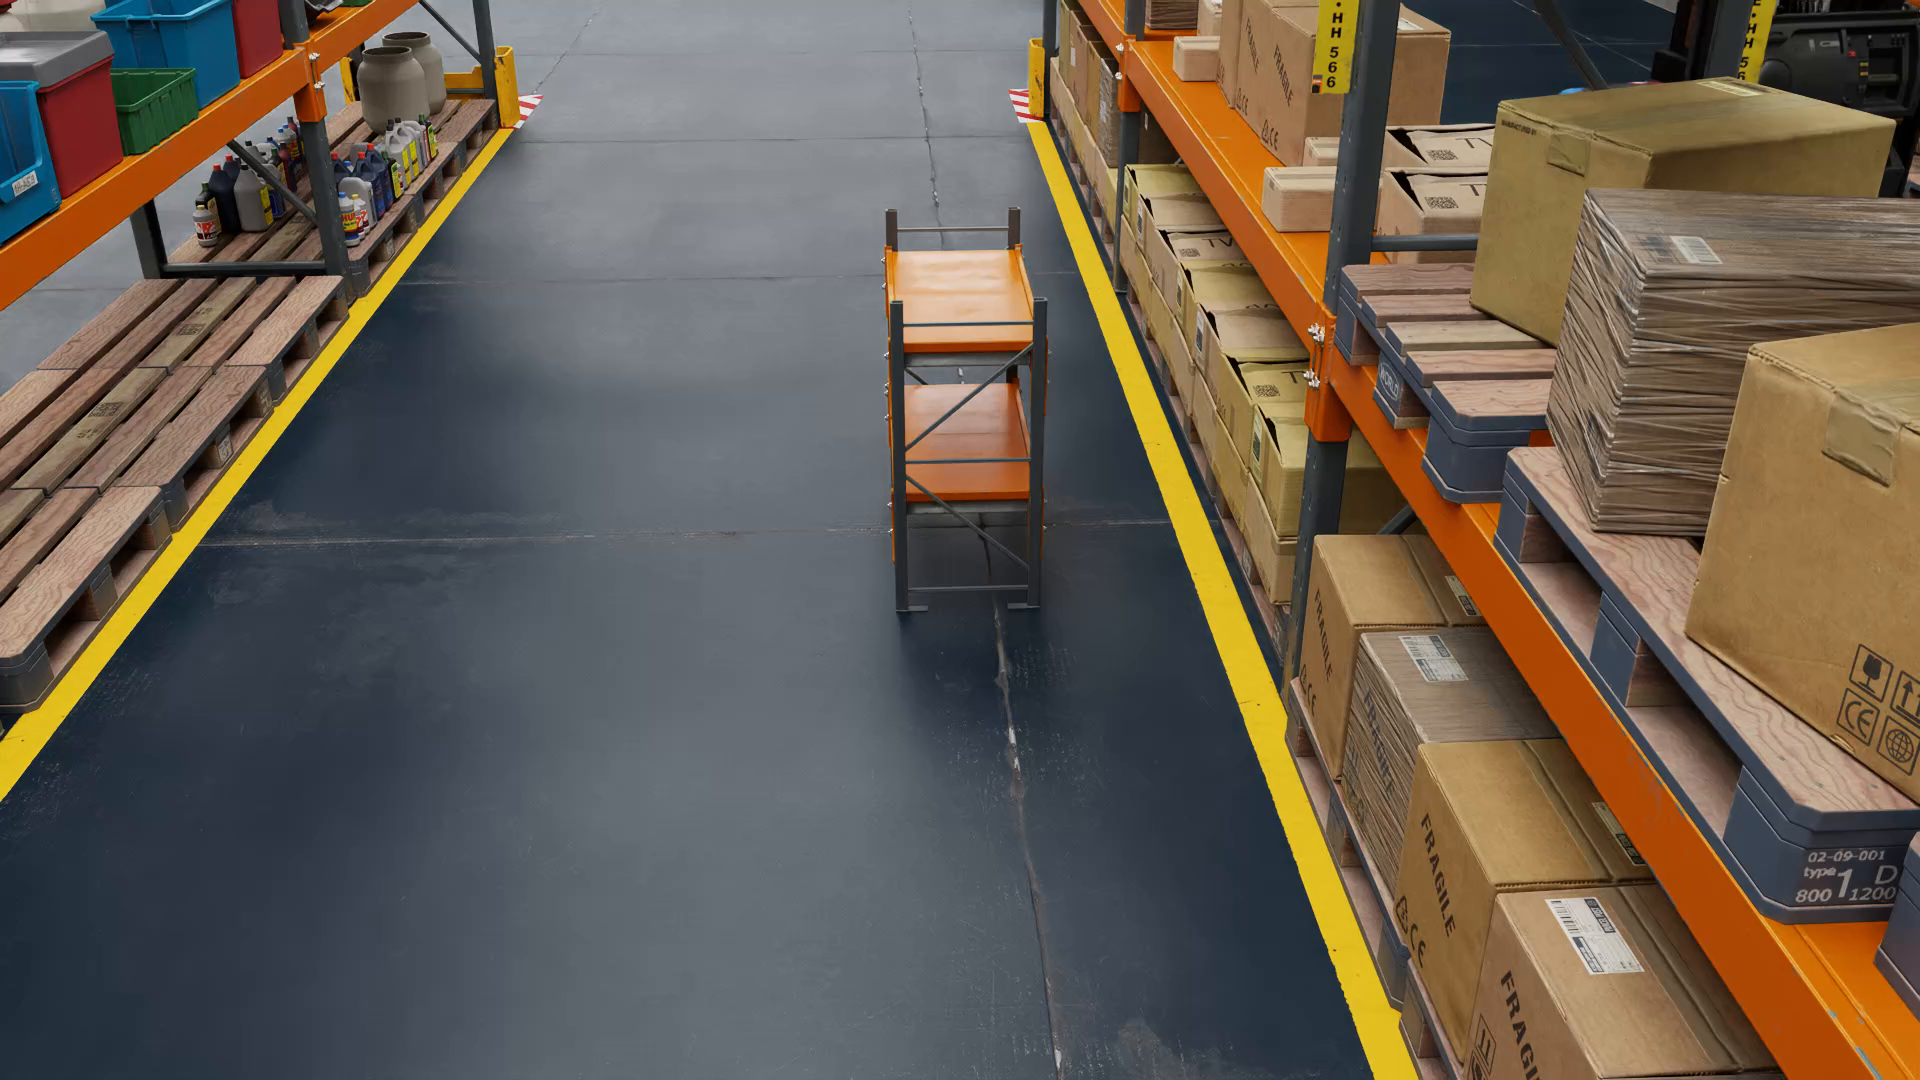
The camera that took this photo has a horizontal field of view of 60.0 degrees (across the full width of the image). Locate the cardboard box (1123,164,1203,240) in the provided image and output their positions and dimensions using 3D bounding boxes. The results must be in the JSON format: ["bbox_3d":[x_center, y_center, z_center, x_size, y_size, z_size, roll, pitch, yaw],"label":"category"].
[{"bbox_3d":[1.084,-1.678,8.136,0.500,0.311,0.500,-1,28,-2],"label":"cardboard box"}]

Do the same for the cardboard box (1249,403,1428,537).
[{"bbox_3d":[1.247,-0.263,5.424,0.500,0.311,0.500,-1,28,-1],"label":"cardboard box"}]

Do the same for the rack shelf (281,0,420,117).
[{"bbox_3d":[-3.740,-3.146,9.816,1.077,0.370,4.000,-1,28,-3],"label":"rack shelf"}]

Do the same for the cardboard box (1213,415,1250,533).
[{"bbox_3d":[1.219,-0.254,6.012,0.500,0.250,0.500,-2,28,-3],"label":"cardboard box"}]

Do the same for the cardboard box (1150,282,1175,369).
[{"bbox_3d":[1.140,-0.959,7.363,0.500,0.250,0.500,-2,28,-4],"label":"cardboard box"}]

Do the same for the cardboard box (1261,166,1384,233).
[{"bbox_3d":[1.197,-1.109,5.404,0.380,0.149,0.250,-1,28,-3],"label":"cardboard box"}]

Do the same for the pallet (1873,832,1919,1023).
[{"bbox_3d":[1.796,0.749,1.778,1.003,0.211,1.213,-1,28,-3],"label":"pallet"}]

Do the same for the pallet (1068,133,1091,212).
[{"bbox_3d":[1.245,-2.356,10.538,1.003,0.211,1.213,-1,28,-3],"label":"pallet"}]

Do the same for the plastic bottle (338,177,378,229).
[{"bbox_3d":[-3.259,-1.835,8.994,0.152,0.276,0.135,0,28,-1],"label":"plastic bottle"}]

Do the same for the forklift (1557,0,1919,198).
[{"bbox_3d":[3.680,-1.947,6.813,1.130,2.935,3.031,-5,28,-9],"label":"forklift"}]

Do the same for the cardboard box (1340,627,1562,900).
[{"bbox_3d":[1.291,0.560,4.159,0.500,0.500,0.500,-2,28,-5],"label":"cardboard box"}]

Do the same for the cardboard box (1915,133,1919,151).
[{"bbox_3d":[6.014,-2.789,10.582,0.700,0.500,0.500,-3,28,-6],"label":"cardboard box"}]

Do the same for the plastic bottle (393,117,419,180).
[{"bbox_3d":[-3.305,-2.314,9.831,0.144,0.351,0.185,0,28,-1],"label":"plastic bottle"}]

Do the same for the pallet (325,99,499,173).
[{"bbox_3d":[-3.756,-2.743,11.280,1.003,0.211,1.213,-1,28,-3],"label":"pallet"}]

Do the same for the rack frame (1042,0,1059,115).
[{"bbox_3d":[1.102,-4.506,11.646,1.000,3.000,0.127,-1,28,-3],"label":"rack frame"}]

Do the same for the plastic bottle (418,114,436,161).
[{"bbox_3d":[-3.286,-2.488,10.238,0.061,0.283,0.133,-1,28,-1],"label":"plastic bottle"}]

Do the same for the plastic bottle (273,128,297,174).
[{"bbox_3d":[-4.038,-2.324,9.938,0.097,0.271,0.097,0,28,0],"label":"plastic bottle"}]

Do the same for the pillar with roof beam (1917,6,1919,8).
[{"bbox_3d":[2.650,-6.881,9.712,9.100,9.000,0.400,-1,28,-3],"label":"pillar with roof beam"}]

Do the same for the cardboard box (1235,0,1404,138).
[{"bbox_3d":[1.389,-1.874,6.491,0.500,0.500,0.500,-1,28,-3],"label":"cardboard box"}]

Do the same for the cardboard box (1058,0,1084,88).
[{"bbox_3d":[0.936,-3.322,11.084,0.500,0.500,0.500,-1,28,-3],"label":"cardboard box"}]

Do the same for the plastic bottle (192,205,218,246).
[{"bbox_3d":[-3.966,-1.655,8.731,0.097,0.201,0.097,0,28,0],"label":"plastic bottle"}]

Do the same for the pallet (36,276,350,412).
[{"bbox_3d":[-3.556,-0.943,7.830,1.003,0.211,1.213,-1,28,-3],"label":"pallet"}]

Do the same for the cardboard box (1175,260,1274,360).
[{"bbox_3d":[1.166,-0.968,6.775,0.500,0.311,0.500,-1,28,-1],"label":"cardboard box"}]

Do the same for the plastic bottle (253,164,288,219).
[{"bbox_3d":[-3.820,-1.923,9.162,0.152,0.276,0.135,-1,28,-3],"label":"plastic bottle"}]

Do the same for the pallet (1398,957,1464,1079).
[{"bbox_3d":[1.582,1.332,3.467,1.003,0.211,1.213,-1,28,-3],"label":"pallet"}]

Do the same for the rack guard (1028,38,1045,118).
[{"bbox_3d":[1.101,-3.409,12.246,1.175,0.500,0.348,-1,28,-3],"label":"rack guard"}]

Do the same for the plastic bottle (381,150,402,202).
[{"bbox_3d":[-3.240,-2.079,9.454,0.061,0.283,0.133,0,28,0],"label":"plastic bottle"}]

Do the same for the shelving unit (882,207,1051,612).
[{"bbox_3d":[0.000,-0.496,5.984,0.538,1.125,1.048,-1,28,-3],"label":"shelving unit"}]

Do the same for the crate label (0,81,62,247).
[{"bbox_3d":[-3.208,-1.175,5.221,0.502,0.435,0.616,-1,28,-3],"label":"crate label"}]

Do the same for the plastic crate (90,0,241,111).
[{"bbox_3d":[-3.267,-2.032,6.920,0.392,0.384,0.575,-1,28,-3],"label":"plastic crate"}]

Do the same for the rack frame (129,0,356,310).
[{"bbox_3d":[-3.636,-2.541,7.878,1.000,3.000,0.127,-1,28,-3],"label":"rack frame"}]

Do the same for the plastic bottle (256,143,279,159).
[{"bbox_3d":[-3.988,-2.132,9.563,0.152,0.276,0.135,-1,28,-2],"label":"plastic bottle"}]

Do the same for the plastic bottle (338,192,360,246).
[{"bbox_3d":[-3.214,-1.684,8.710,0.097,0.271,0.097,0,28,0],"label":"plastic bottle"}]

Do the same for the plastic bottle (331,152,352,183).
[{"bbox_3d":[-3.407,-1.941,9.117,0.144,0.351,0.185,-1,28,-3],"label":"plastic bottle"}]

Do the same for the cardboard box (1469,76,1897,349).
[{"bbox_3d":[1.666,-0.754,3.890,0.700,0.500,0.500,-11,29,-20],"label":"cardboard box"}]

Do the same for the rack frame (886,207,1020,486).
[{"bbox_3d":[-0.026,-0.730,6.434,0.500,1.125,0.032,-1,28,-3],"label":"rack frame"}]

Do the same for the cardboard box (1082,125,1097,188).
[{"bbox_3d":[1.012,-2.297,9.929,0.500,0.250,0.500,-1,28,-3],"label":"cardboard box"}]

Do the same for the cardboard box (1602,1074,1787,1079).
[{"bbox_3d":[1.374,1.268,2.803,0.500,0.500,0.500,-1,28,-2],"label":"cardboard box"}]

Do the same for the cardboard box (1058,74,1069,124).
[{"bbox_3d":[0.938,-2.989,11.257,0.500,0.250,0.500,-1,28,-3],"label":"cardboard box"}]

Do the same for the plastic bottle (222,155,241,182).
[{"bbox_3d":[-3.967,-1.941,9.116,0.144,0.351,0.185,-3,28,-5],"label":"plastic bottle"}]

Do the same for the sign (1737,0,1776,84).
[{"bbox_3d":[2.062,-1.307,4.347,0.100,0.325,0.005,-1,28,-3],"label":"sign"}]

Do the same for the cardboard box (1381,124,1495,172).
[{"bbox_3d":[1.667,-1.190,5.384,0.500,0.311,0.500,-2,28,-3],"label":"cardboard box"}]

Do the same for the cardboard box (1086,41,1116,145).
[{"bbox_3d":[1.024,-2.629,9.756,0.500,0.500,0.500,-1,28,-3],"label":"cardboard box"}]

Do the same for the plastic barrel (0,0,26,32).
[{"bbox_3d":[-3.766,-1.815,6.340,0.433,0.535,0.433,0,28,0],"label":"plastic barrel"}]

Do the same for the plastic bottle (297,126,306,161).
[{"bbox_3d":[-4.056,-2.450,10.254,0.097,0.201,0.097,0,28,0],"label":"plastic bottle"}]

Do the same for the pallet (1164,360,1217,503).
[{"bbox_3d":[1.455,-0.519,7.016,1.003,0.211,1.213,-1,28,-3],"label":"pallet"}]
